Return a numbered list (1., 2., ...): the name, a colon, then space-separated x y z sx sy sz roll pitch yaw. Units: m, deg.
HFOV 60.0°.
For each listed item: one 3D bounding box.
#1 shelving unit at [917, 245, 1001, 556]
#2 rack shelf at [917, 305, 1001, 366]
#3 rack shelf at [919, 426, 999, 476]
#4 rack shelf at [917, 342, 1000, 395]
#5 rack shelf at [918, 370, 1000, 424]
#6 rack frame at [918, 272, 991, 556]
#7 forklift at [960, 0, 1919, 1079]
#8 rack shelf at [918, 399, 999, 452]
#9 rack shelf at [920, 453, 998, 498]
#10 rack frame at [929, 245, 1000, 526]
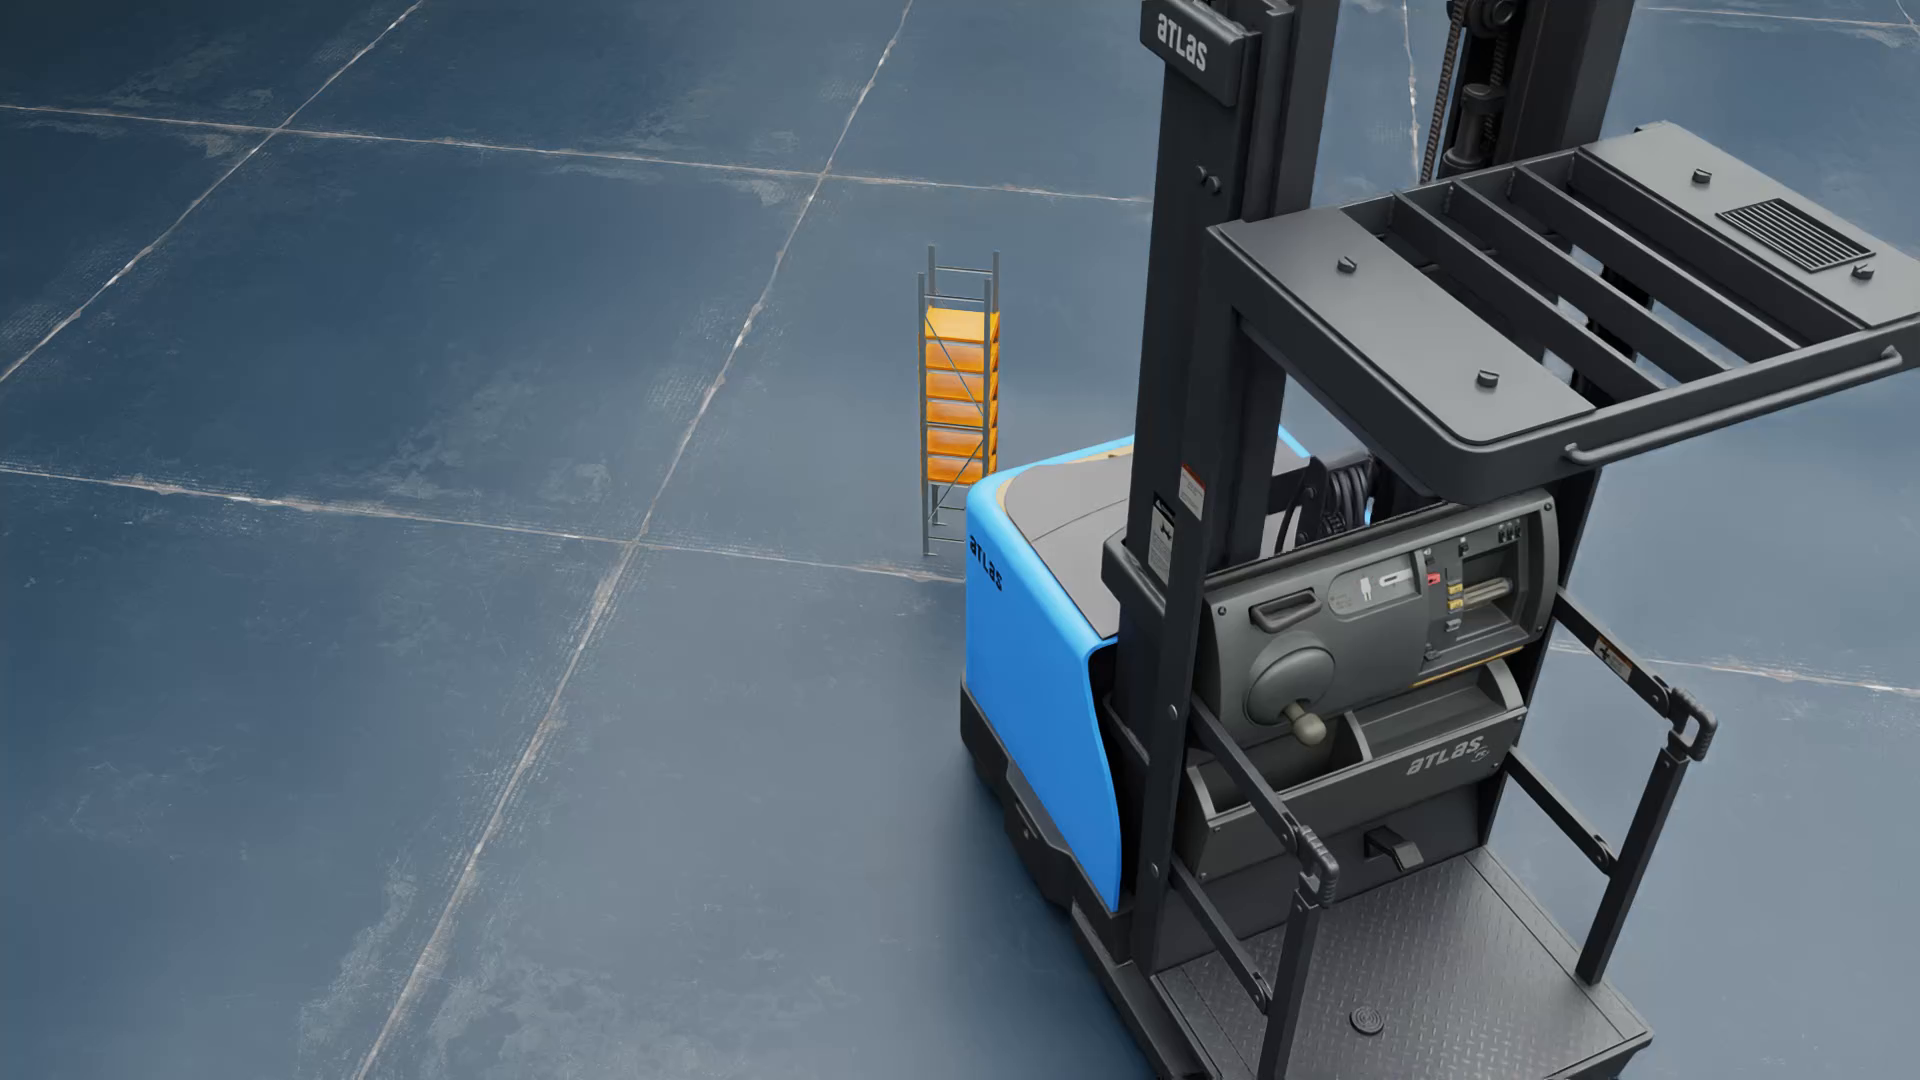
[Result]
1. shelving unit: -0.002 -0.453 5.857 0.258 1.200 0.189 6 40 8
2. rack shelf: -0.002 -0.697 5.656 0.258 0.103 0.180 6 40 8
3. rack shelf: -0.002 -0.327 5.961 0.258 0.103 0.180 6 40 8
4. rack shelf: -0.002 -0.604 5.732 0.258 0.103 0.180 6 40 8
5. rack shelf: -0.002 -0.512 5.809 0.258 0.103 0.180 6 40 8
6. rack frame: -0.018 -0.396 5.787 0.240 1.200 0.006 6 40 8
7. forklift: 1.067 0.256 3.640 1.130 2.935 3.031 -16 42 -18
8. rack shelf: -0.002 -0.419 5.885 0.258 0.103 0.180 6 40 8
9. rack shelf: -0.003 -0.234 6.038 0.258 0.103 0.180 6 40 8
10. rack frame: 0.013 -0.511 5.926 0.240 1.200 0.006 6 40 8
